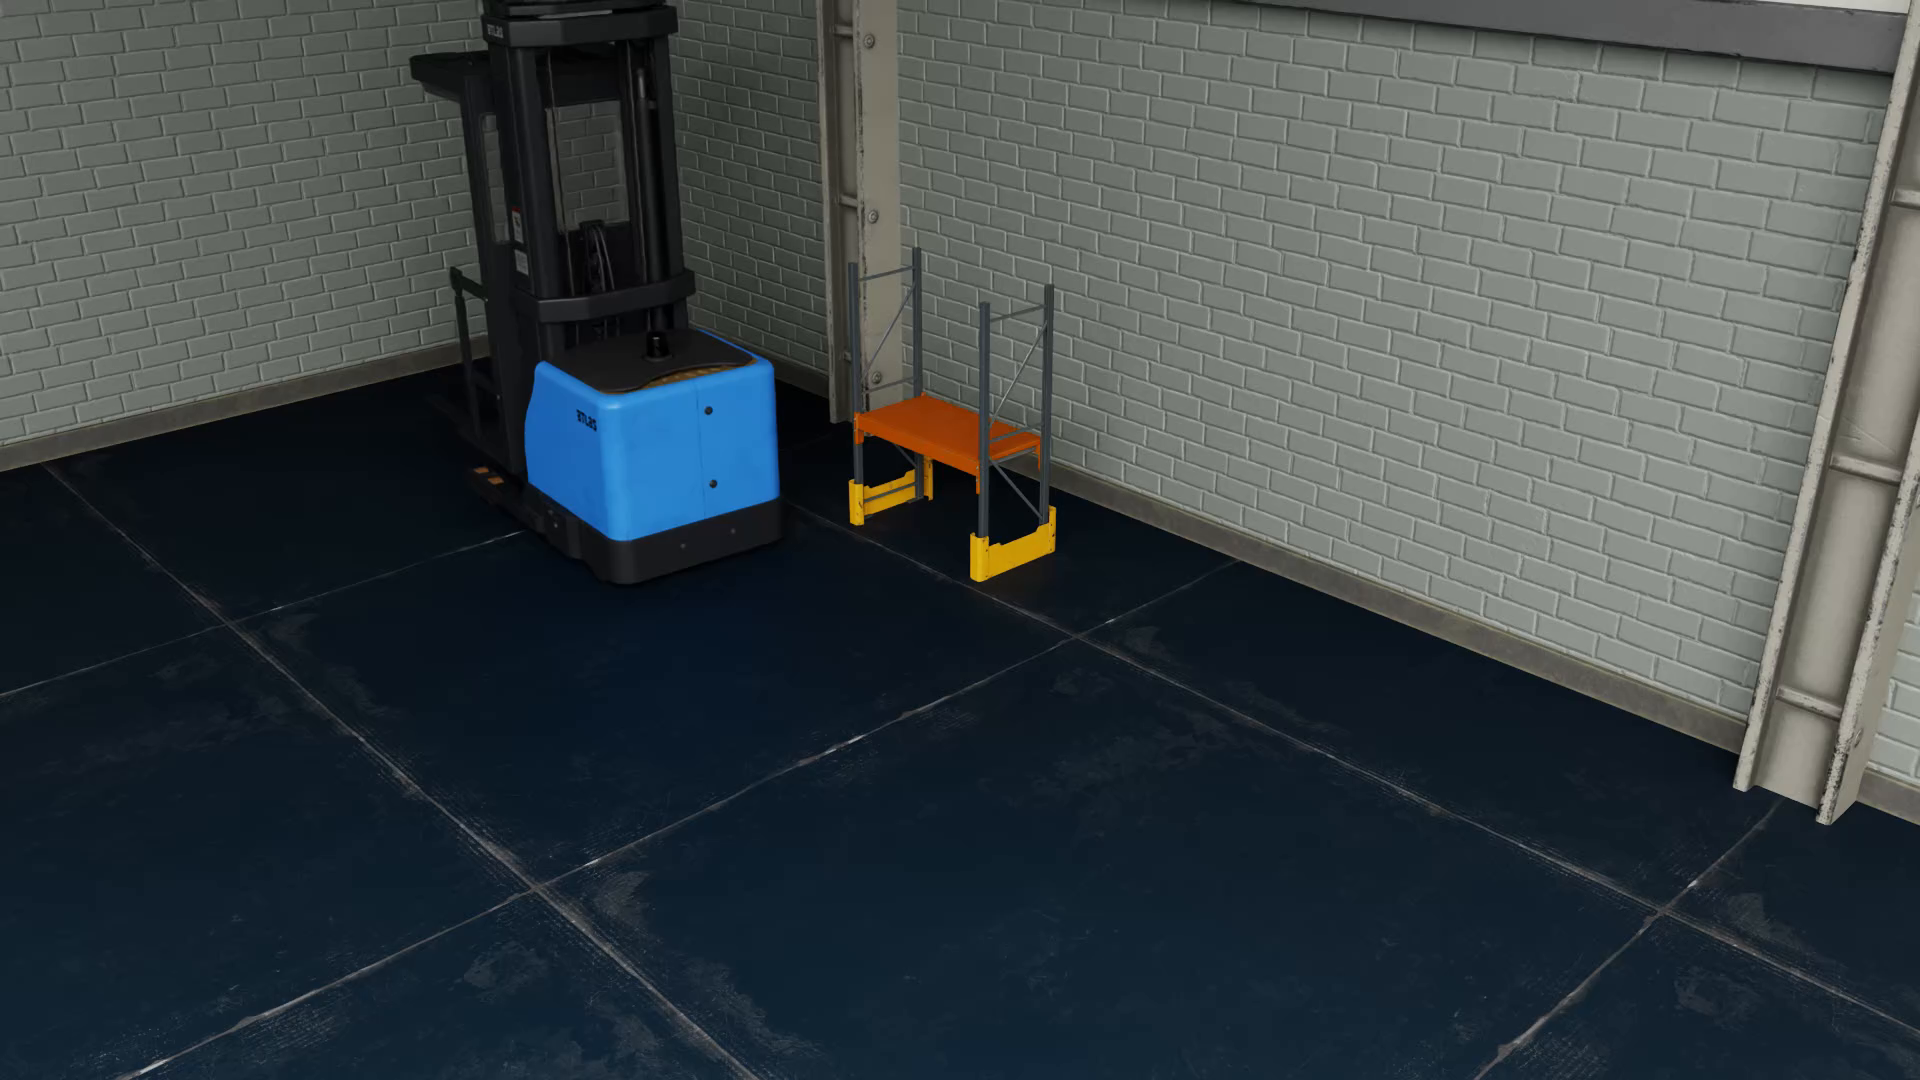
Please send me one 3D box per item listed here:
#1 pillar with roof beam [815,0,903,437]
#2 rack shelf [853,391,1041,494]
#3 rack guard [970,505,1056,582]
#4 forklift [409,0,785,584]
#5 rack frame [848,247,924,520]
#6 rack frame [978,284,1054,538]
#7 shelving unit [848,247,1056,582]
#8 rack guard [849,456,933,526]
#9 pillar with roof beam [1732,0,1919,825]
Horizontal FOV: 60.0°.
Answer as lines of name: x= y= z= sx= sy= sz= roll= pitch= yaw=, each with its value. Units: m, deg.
pillar with roof beam: x=-3.756 y=-3.639 z=6.385 sx=9.100 sy=9.000 sz=0.400 roll=-21 pitch=32 yaw=-38
rack shelf: x=-0.058 y=-0.545 z=9.070 sx=0.538 sy=0.185 sz=1.000 roll=-21 pitch=32 yaw=-38
rack guard: x=0.288 y=0.014 z=8.918 sx=0.587 sy=0.250 sz=0.087 roll=-21 pitch=32 yaw=-38
forklift: x=-2.264 y=-1.649 z=9.333 sx=1.130 sy=2.935 sz=3.031 roll=-18 pitch=30 yaw=-34
rack frame: x=-0.406 y=-0.862 z=9.333 sx=0.500 sy=1.500 sz=0.032 roll=-21 pitch=32 yaw=-38
rack frame: x=0.289 y=-0.554 z=8.658 sx=0.500 sy=1.500 sz=0.032 roll=-21 pitch=32 yaw=-38
shelving unit: x=-0.052 y=-0.705 z=8.989 sx=0.587 sy=1.500 sz=1.083 roll=-21 pitch=32 yaw=-38
rack guard: x=-0.392 y=-0.288 z=9.579 sx=0.587 sy=0.250 sz=0.087 roll=-21 pitch=32 yaw=-38
pillar with roof beam: x=0.345 y=-1.821 z=2.400 sx=9.100 sy=9.000 sz=0.400 roll=-21 pitch=32 yaw=-38
